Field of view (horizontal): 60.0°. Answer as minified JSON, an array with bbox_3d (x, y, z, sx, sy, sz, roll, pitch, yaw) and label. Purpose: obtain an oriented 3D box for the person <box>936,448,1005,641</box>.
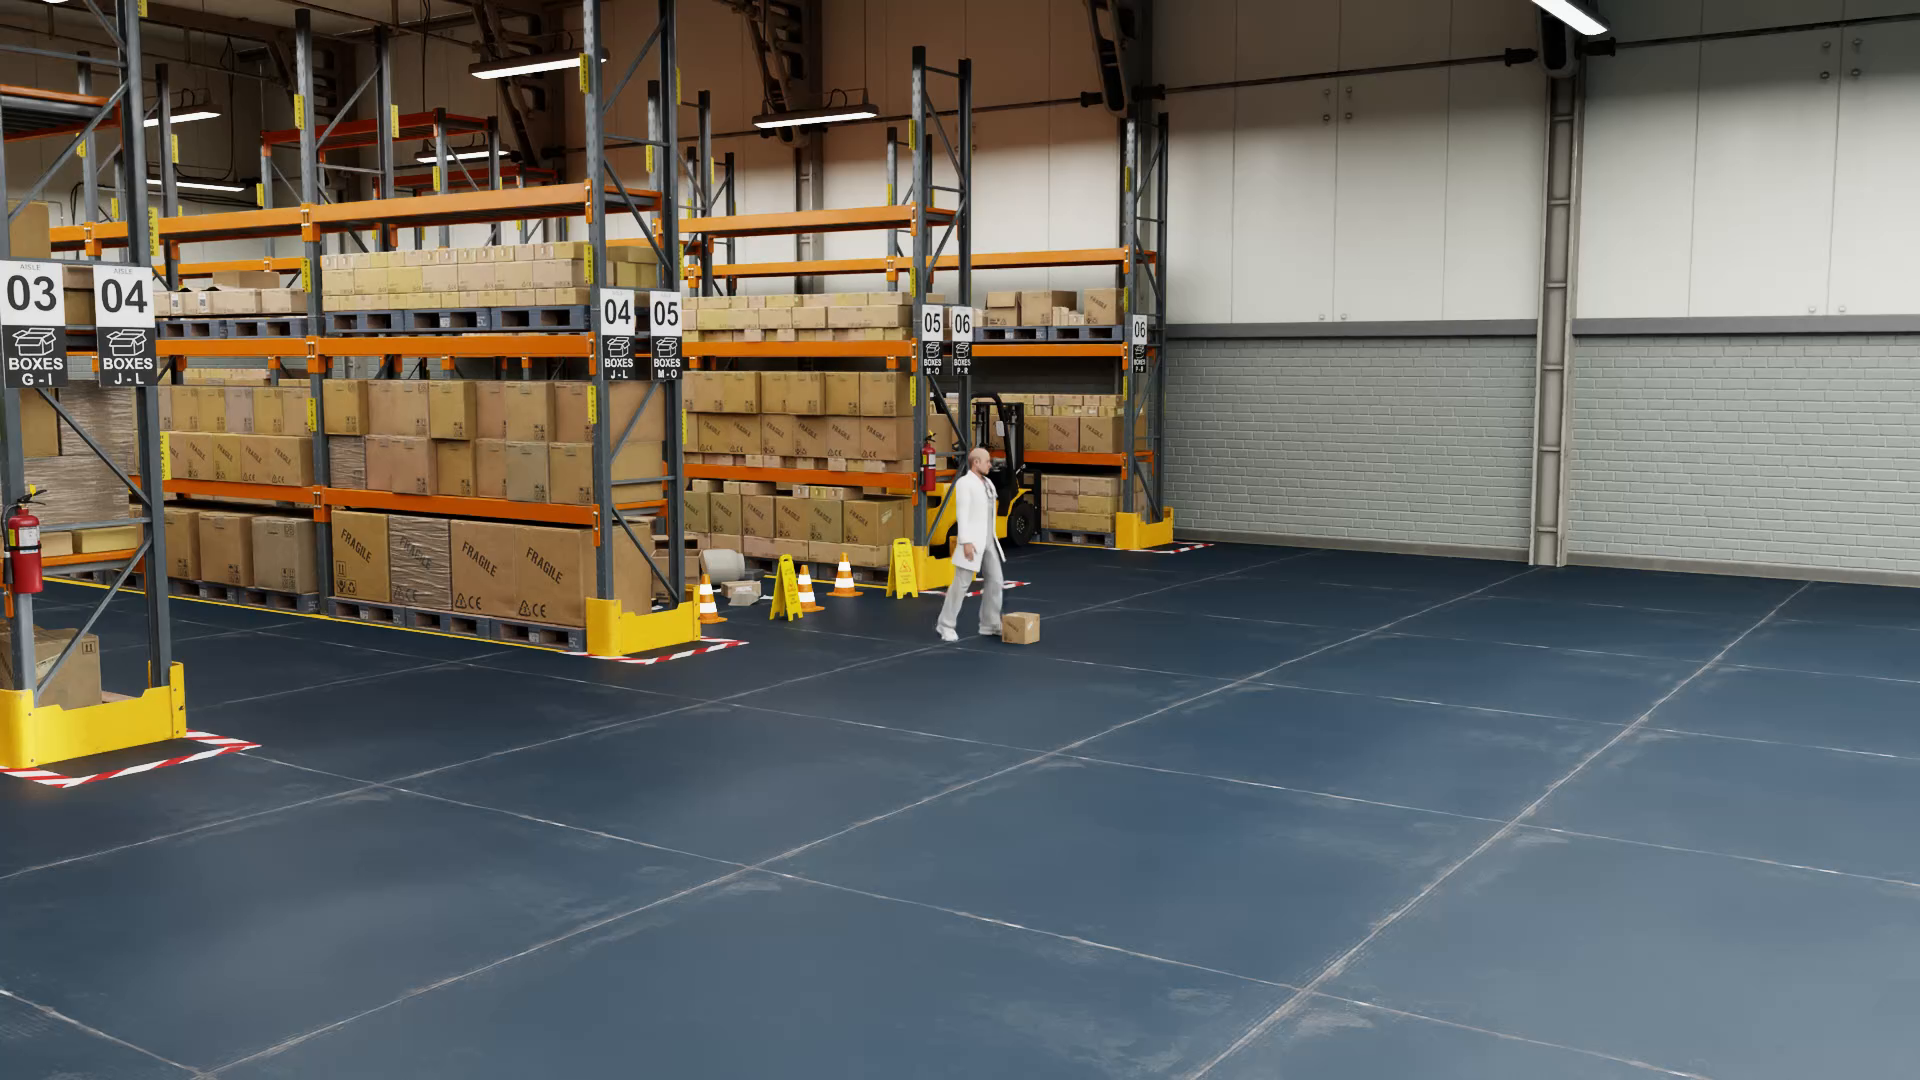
[{"bbox_3d":[0.136,0.042,15.543,0.662,1.802,0.648,4,7,33],"label":"person"}]
